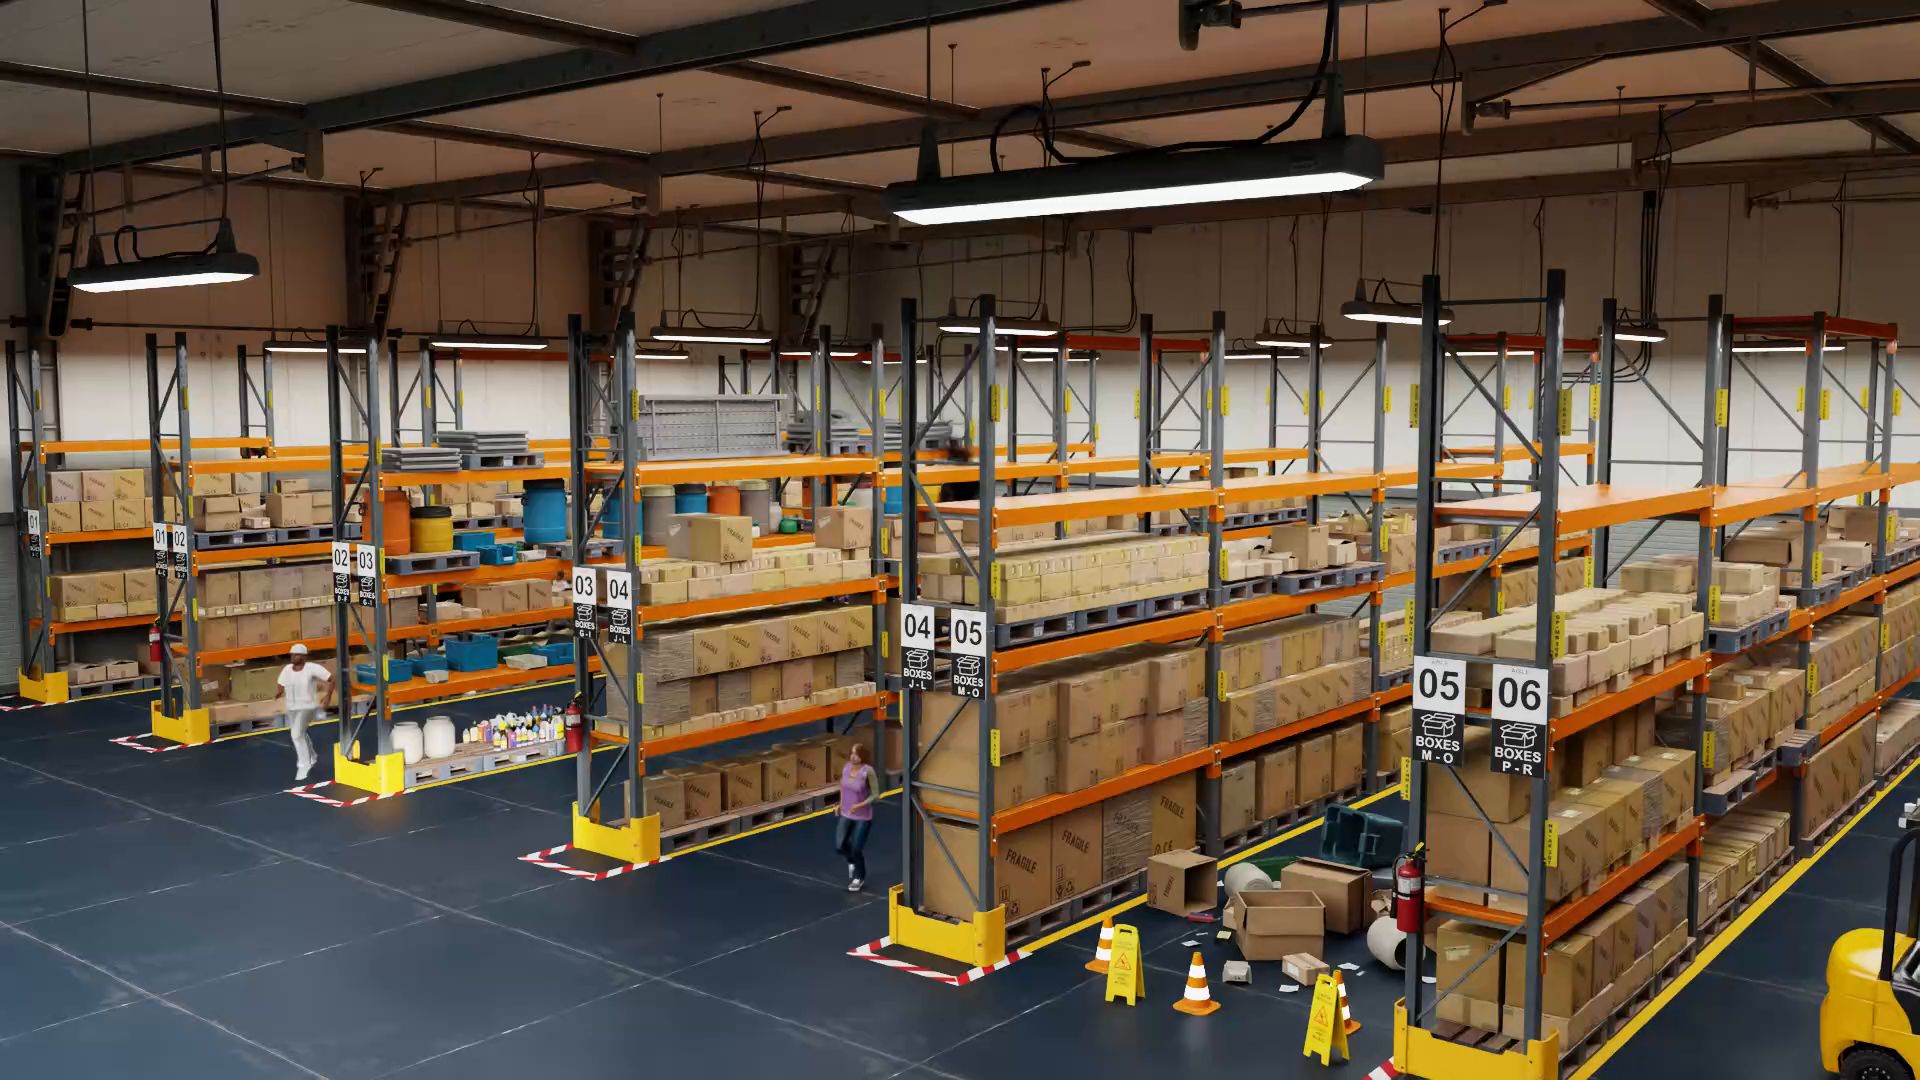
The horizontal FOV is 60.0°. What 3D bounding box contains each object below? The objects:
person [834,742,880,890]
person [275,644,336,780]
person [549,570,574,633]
[{"bbox_3d":[-1.086,2.857,17.131,0.521,1.553,0.508,2,6,24],"label":"person"},{"bbox_3d":[-8.821,2.295,22.299,0.735,1.837,0.739,2,5,18],"label":"person"},{"bbox_3d":[-8.013,1.368,33.285,0.537,1.561,0.893,3,6,31],"label":"person"}]
